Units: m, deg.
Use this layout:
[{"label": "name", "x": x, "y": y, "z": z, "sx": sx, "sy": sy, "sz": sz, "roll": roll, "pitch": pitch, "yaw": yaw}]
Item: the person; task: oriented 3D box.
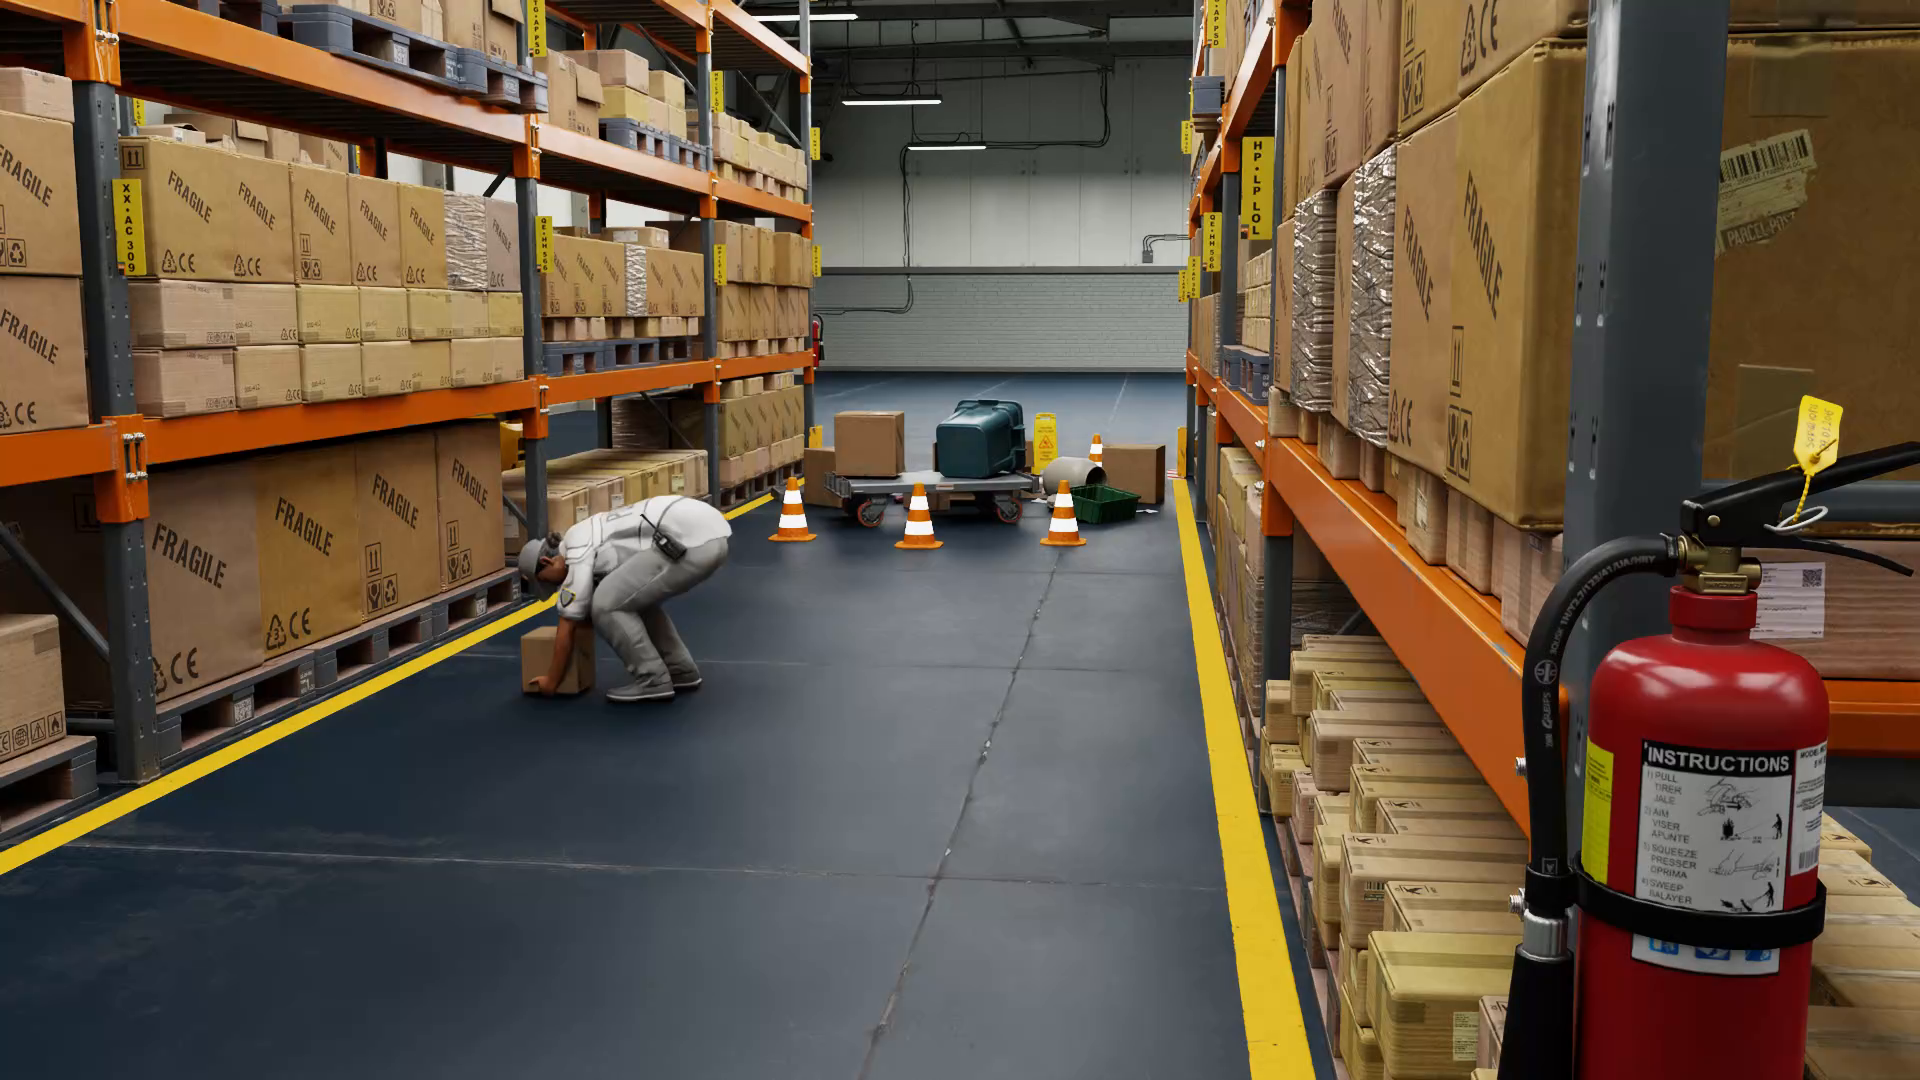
[{"label": "person", "x": -1.493, "y": 0.249, "z": 7.359, "sx": 0.915, "sy": 0.887, "sz": 0.508, "roll": 0, "pitch": 8, "yaw": 4}]
